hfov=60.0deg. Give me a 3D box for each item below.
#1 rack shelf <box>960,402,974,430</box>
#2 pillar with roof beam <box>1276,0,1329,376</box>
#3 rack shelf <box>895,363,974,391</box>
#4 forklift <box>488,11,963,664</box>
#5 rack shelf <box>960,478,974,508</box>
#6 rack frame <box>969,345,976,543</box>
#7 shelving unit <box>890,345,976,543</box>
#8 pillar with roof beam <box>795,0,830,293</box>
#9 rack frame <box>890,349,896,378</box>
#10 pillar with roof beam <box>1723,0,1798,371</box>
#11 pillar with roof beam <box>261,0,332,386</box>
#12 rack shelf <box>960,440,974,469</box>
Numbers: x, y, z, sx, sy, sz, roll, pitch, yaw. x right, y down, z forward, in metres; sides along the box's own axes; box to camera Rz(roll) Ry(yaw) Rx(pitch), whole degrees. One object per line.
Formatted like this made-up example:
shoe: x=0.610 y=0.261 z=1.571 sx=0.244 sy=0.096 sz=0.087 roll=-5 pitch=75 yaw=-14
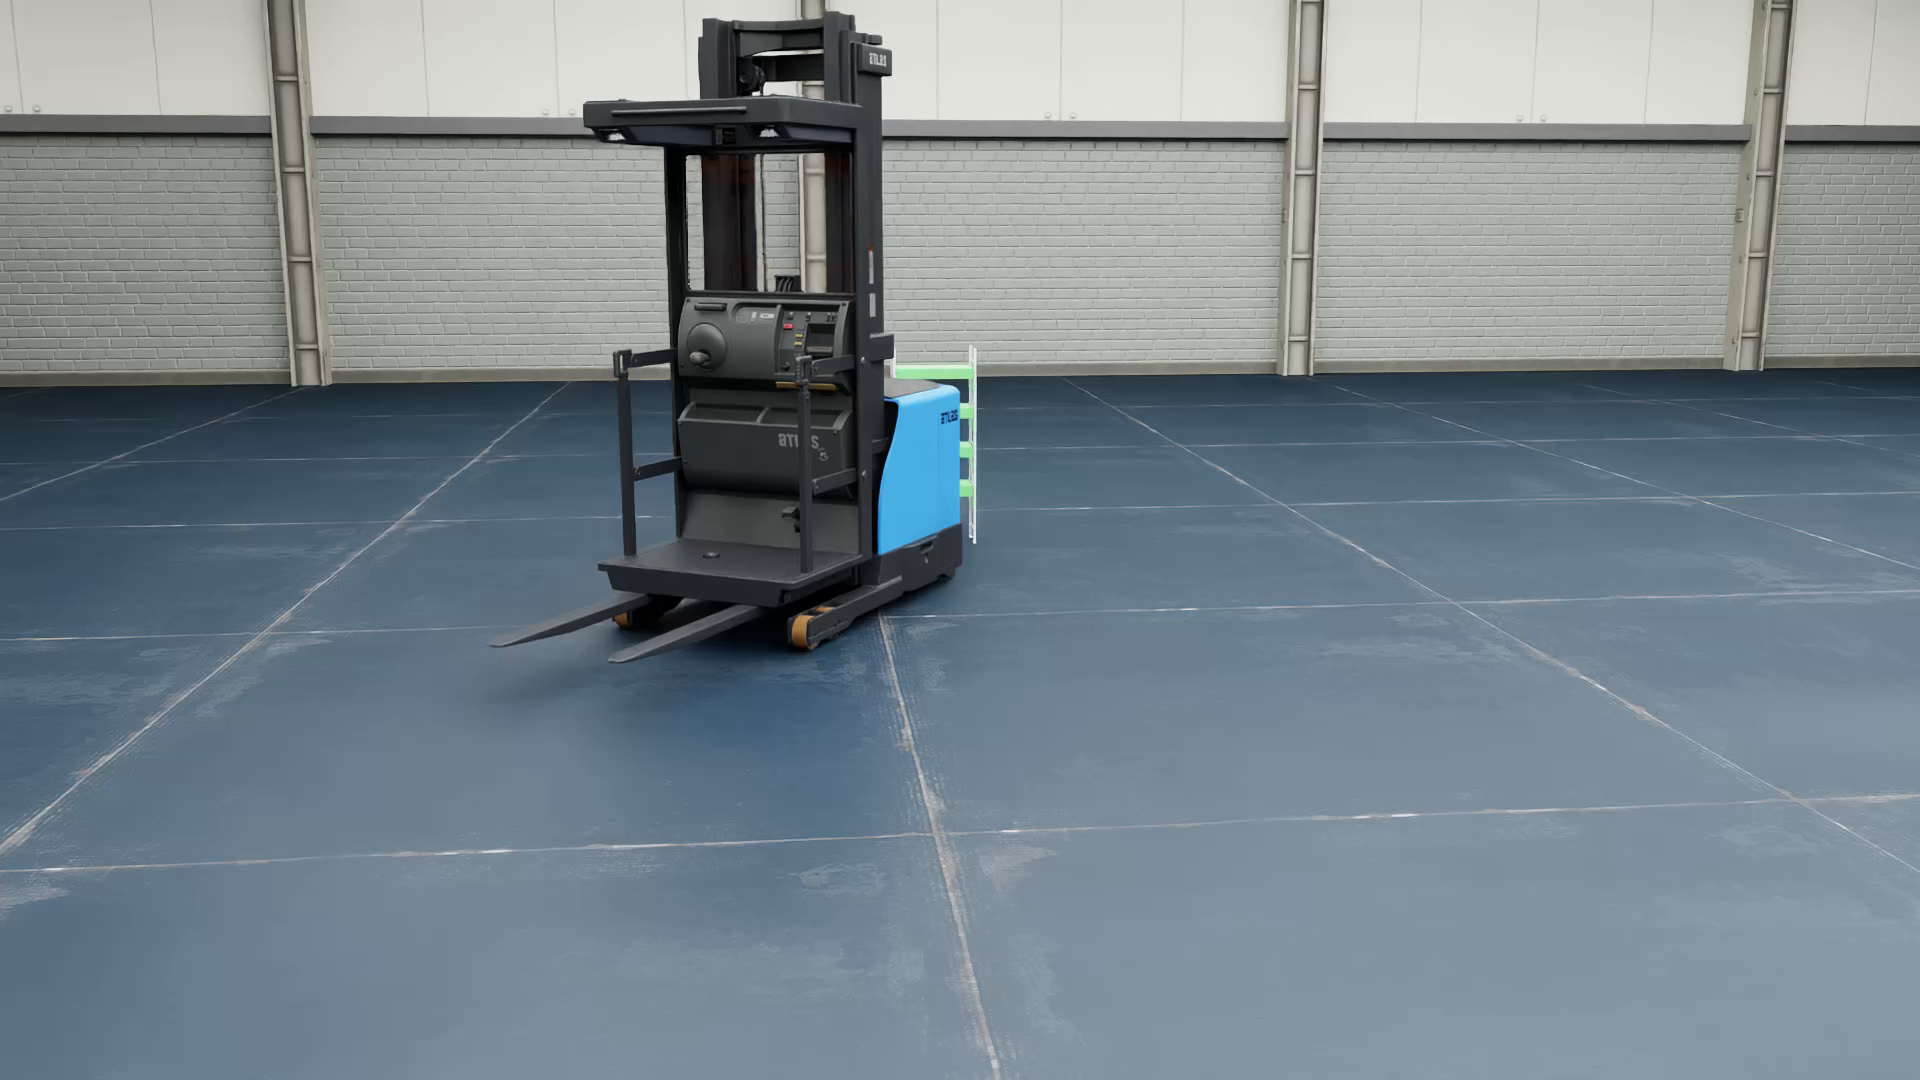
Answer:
rack shelf: x=-0.165 y=-0.758 z=10.201 sx=0.480 sy=0.148 sz=0.258 roll=-1 pitch=11 yaw=-6
pillar with roof beam: x=4.696 y=-5.686 z=15.965 sx=0.400 sy=9.000 sz=9.100 roll=-1 pitch=11 yaw=-6
rack shelf: x=-0.165 y=-0.994 z=10.154 sx=0.480 sy=0.148 sz=0.258 roll=-1 pitch=11 yaw=-6
forklift: x=-1.053 y=-1.019 z=7.954 sx=1.130 sy=2.935 sz=3.031 roll=5 pitch=12 yaw=24
rack shelf: x=-0.165 y=-0.287 z=10.293 sx=0.480 sy=0.148 sz=0.258 roll=-1 pitch=11 yaw=-6
rack frame: x=0.078 y=-0.590 z=10.261 sx=0.015 sy=1.200 sz=0.240 roll=-1 pitch=11 yaw=-6
shelving unit: x=-0.165 y=-0.585 z=10.235 sx=0.503 sy=1.200 sz=0.258 roll=-1 pitch=11 yaw=-6
pillar with roof beam: x=-1.269 y=-5.561 z=15.329 sx=0.400 sy=9.000 sz=9.100 roll=-1 pitch=11 yaw=-6
rack frame: x=-0.407 y=-0.580 z=10.209 sx=0.015 sy=1.200 sz=0.240 roll=-1 pitch=11 yaw=-6
pillar with roof beam: x=10.661 y=-5.811 z=16.601 sx=0.400 sy=9.000 sz=9.100 roll=-1 pitch=11 yaw=-6
pillar with roof beam: x=-7.234 y=-5.436 z=14.693 sx=0.400 sy=9.000 sz=9.100 roll=-1 pitch=11 yaw=-6
rack shelf: x=-0.165 y=-0.523 z=10.247 sx=0.480 sy=0.148 sz=0.258 roll=-1 pitch=11 yaw=-6
